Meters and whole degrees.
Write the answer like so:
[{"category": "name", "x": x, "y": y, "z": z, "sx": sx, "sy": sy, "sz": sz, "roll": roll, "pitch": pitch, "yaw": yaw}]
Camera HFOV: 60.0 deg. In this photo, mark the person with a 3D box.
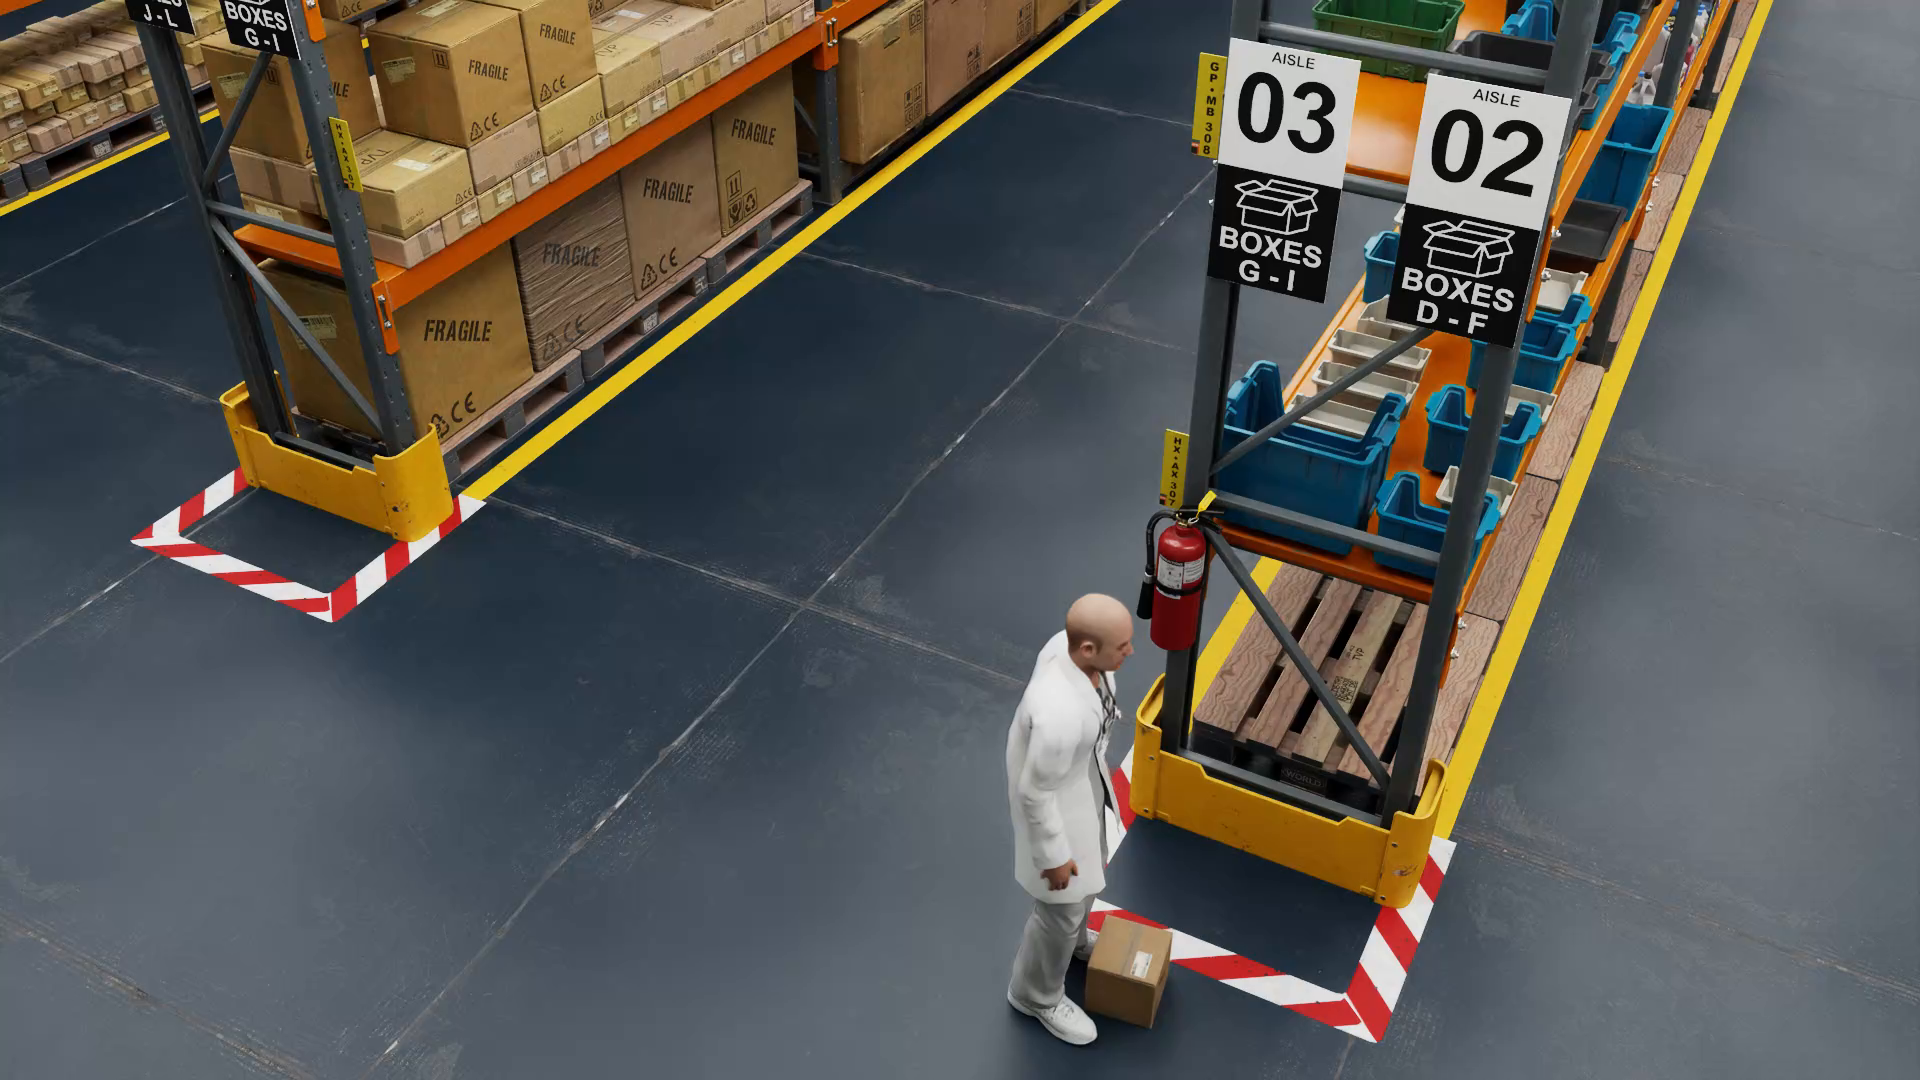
[{"category": "person", "x": 0.373, "y": 0.892, "z": 5.600, "sx": 0.429, "sy": 1.772, "sz": 0.644, "roll": 11, "pitch": 39, "yaw": 14}]
